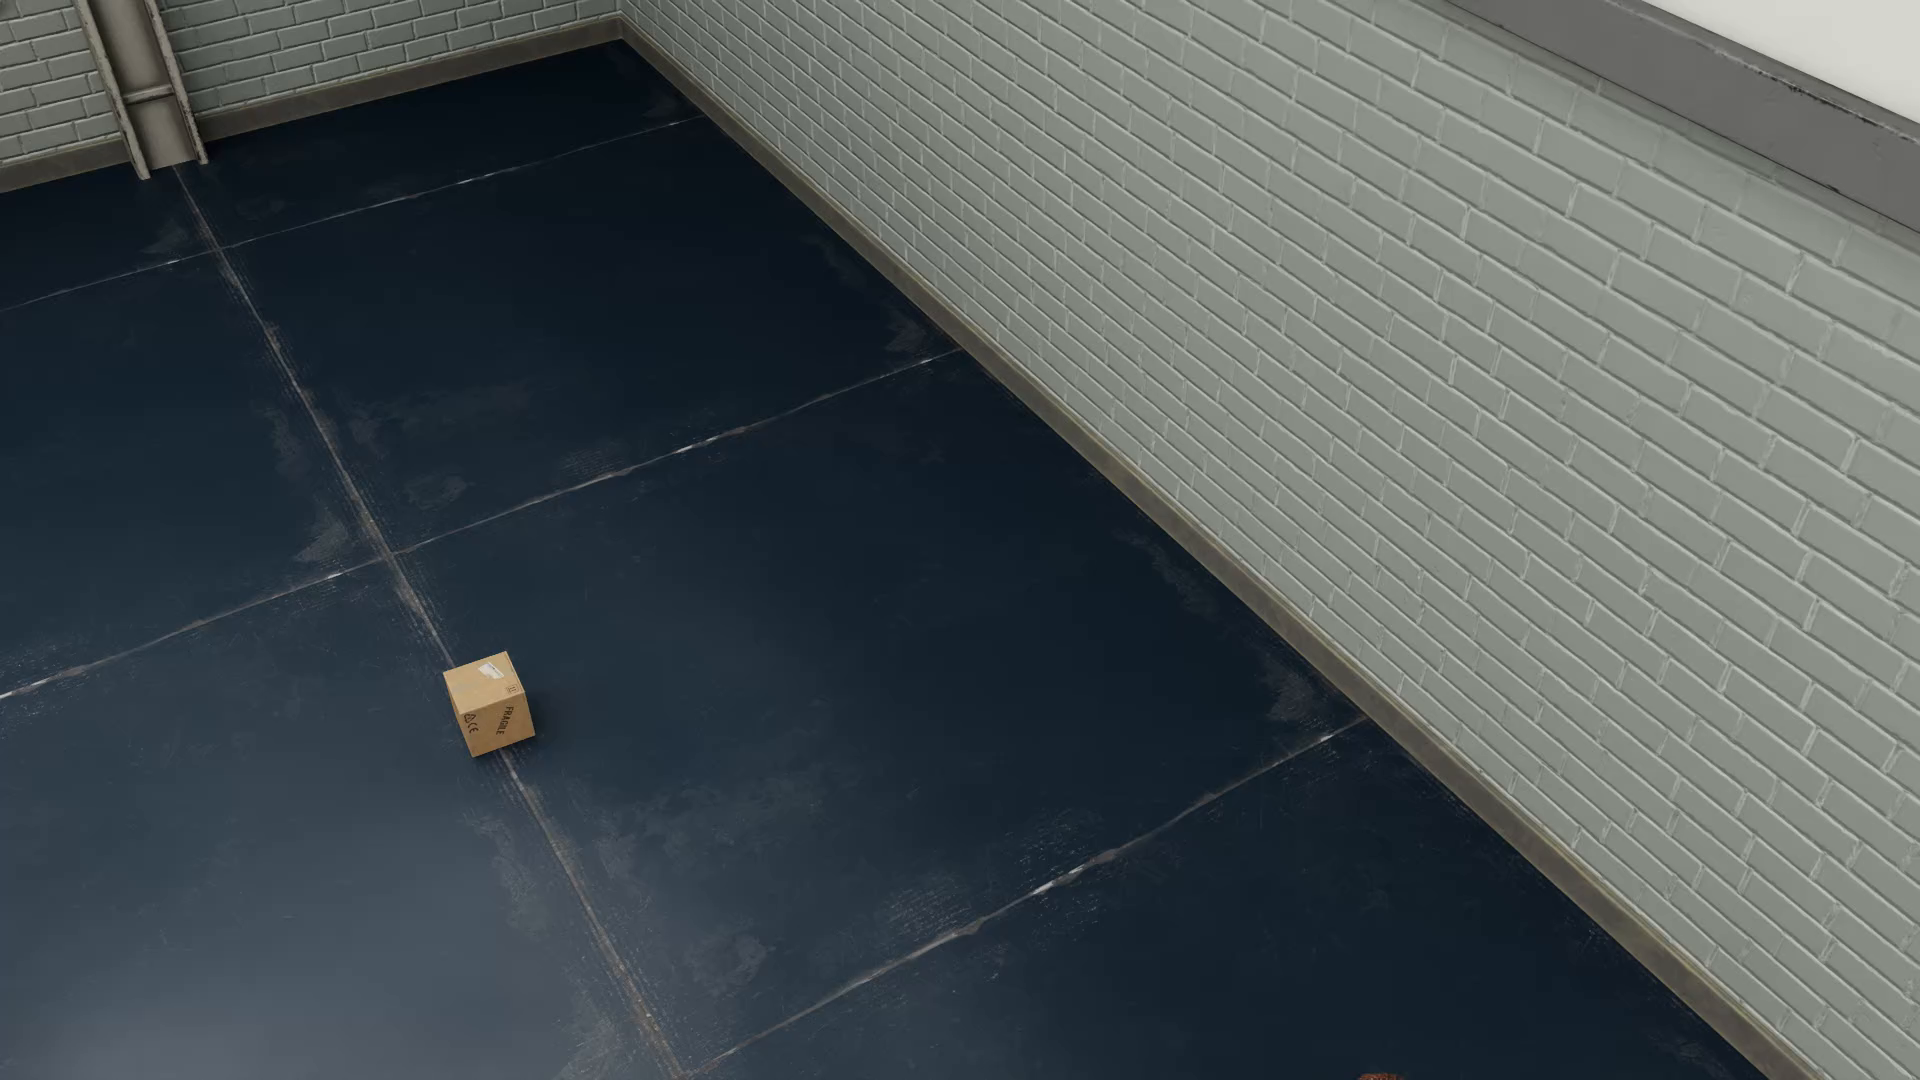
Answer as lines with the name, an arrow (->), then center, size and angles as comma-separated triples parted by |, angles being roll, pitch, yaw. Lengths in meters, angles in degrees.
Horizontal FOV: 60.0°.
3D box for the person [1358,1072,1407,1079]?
person -> 0.910, 1.785, 4.128 | 0.439, 1.564, 0.775 | -25, 47, -26
